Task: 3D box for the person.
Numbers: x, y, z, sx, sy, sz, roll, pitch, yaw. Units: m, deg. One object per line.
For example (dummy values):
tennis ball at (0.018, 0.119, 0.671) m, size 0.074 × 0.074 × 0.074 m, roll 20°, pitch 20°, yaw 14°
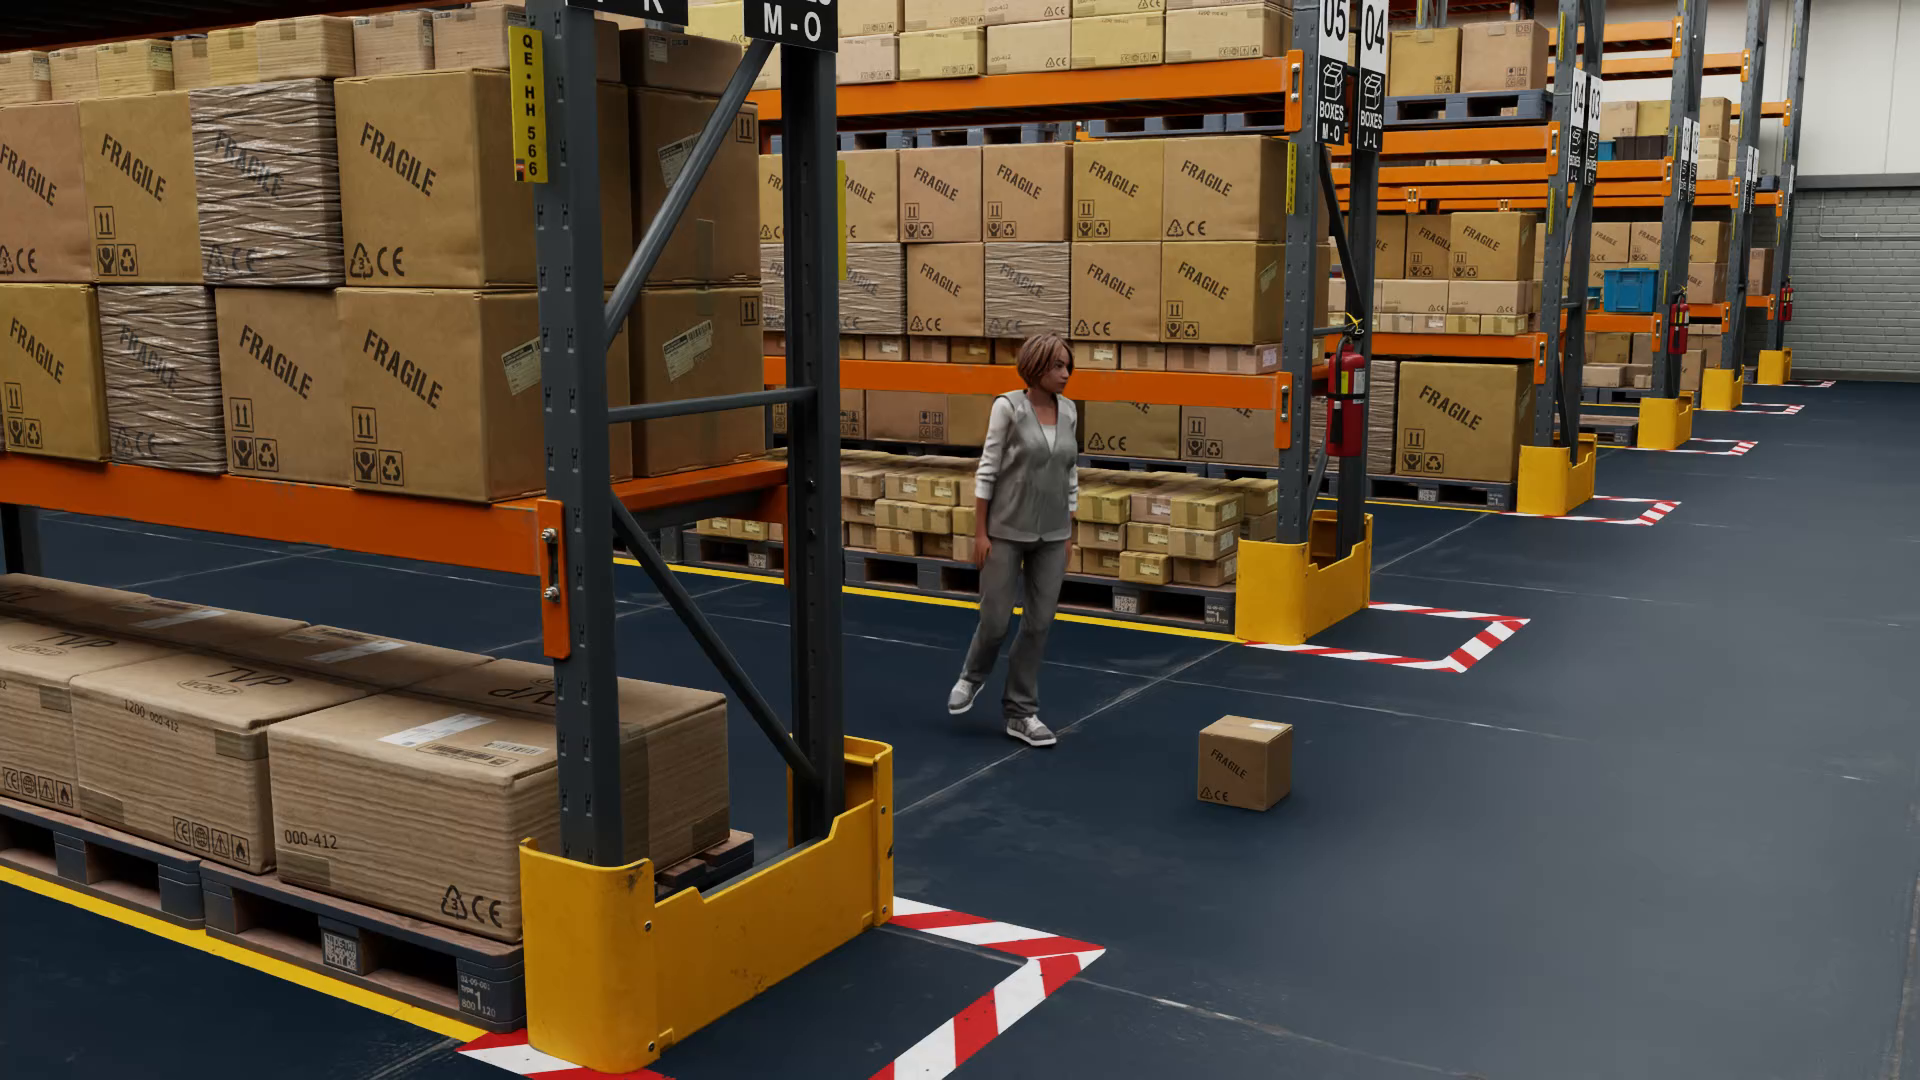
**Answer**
person at (0.214, -0.010, 6.468) m, size 0.470 × 1.593 × 0.514 m, roll -4°, pitch 11°, yaw -25°
